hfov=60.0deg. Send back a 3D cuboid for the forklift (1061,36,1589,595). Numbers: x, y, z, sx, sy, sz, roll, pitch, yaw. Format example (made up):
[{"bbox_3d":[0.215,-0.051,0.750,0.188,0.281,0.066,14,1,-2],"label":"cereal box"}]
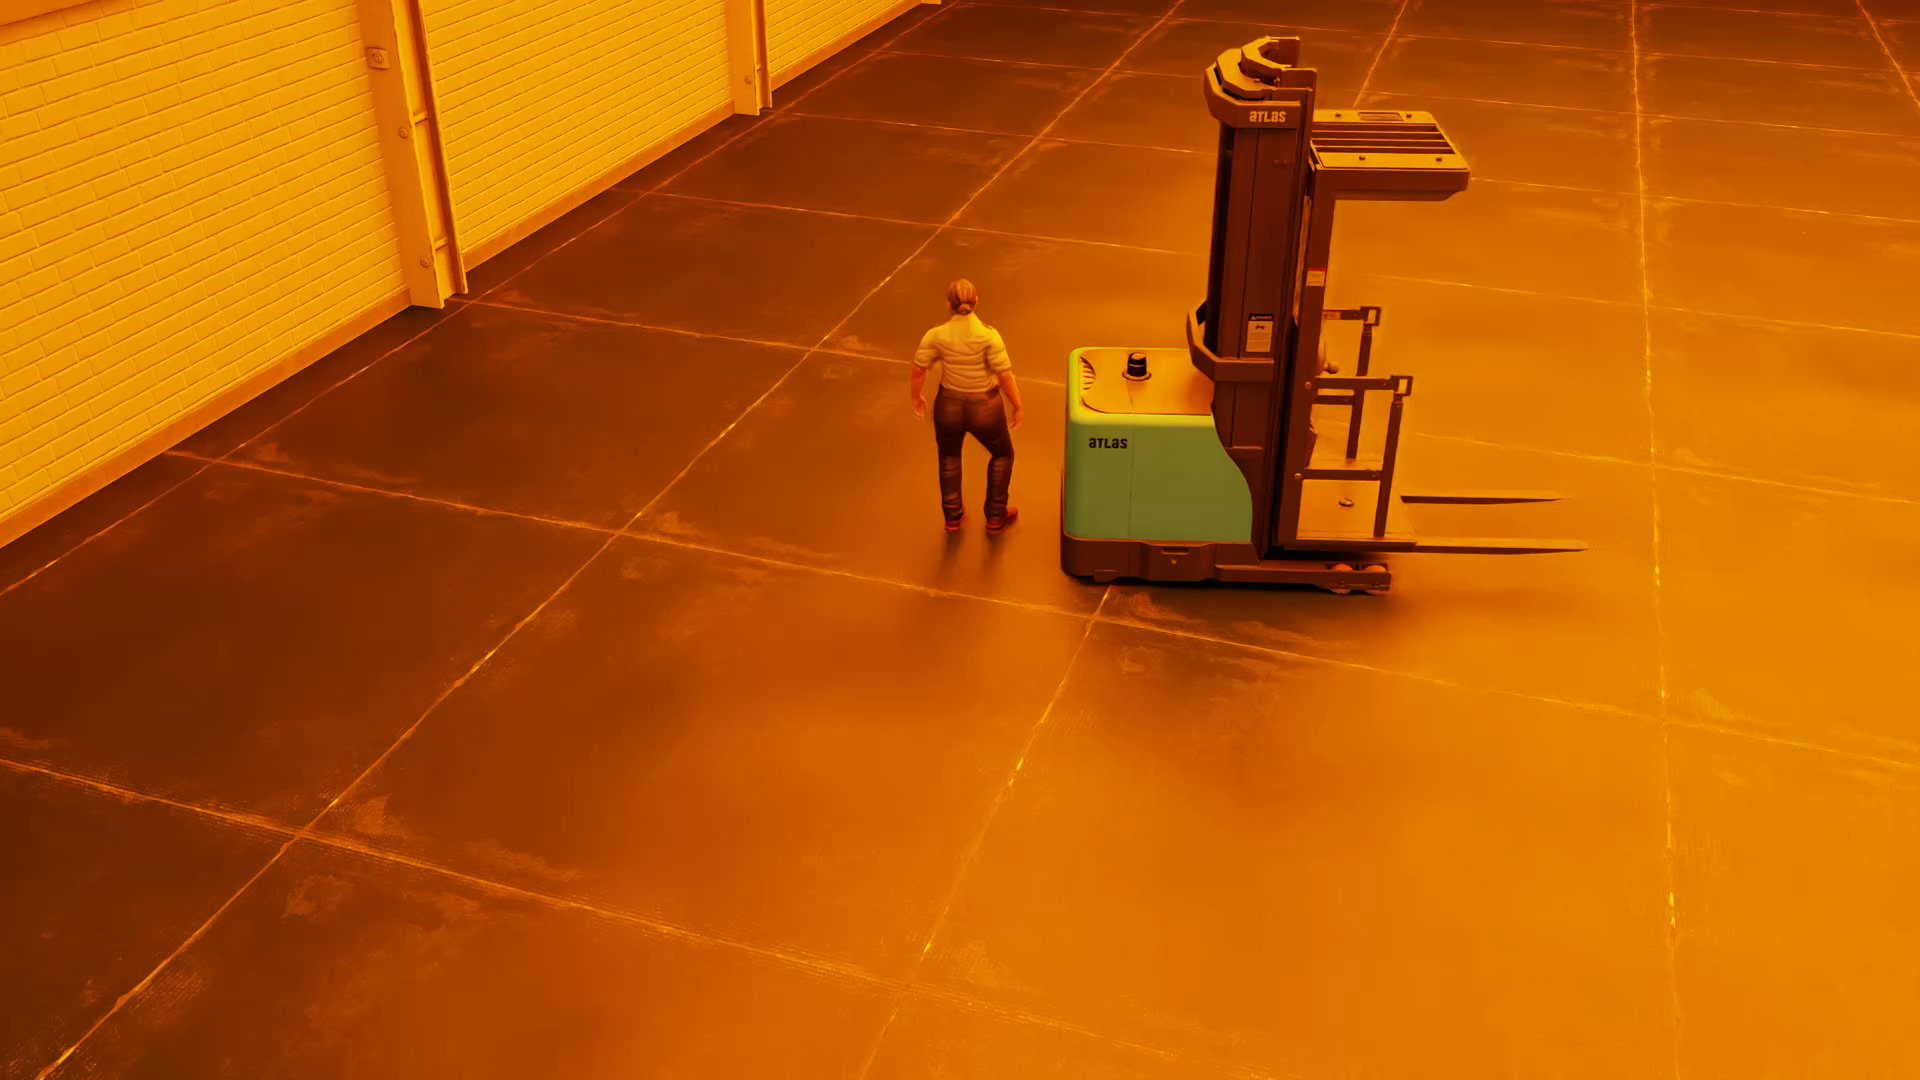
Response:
[{"bbox_3d":[2.125,-1.232,9.297,3.031,2.935,1.130,1,30,2],"label":"forklift"}]

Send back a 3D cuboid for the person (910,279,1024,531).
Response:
[{"bbox_3d":[0.052,-0.792,9.869,0.680,1.621,0.470,6,30,10],"label":"person"}]
